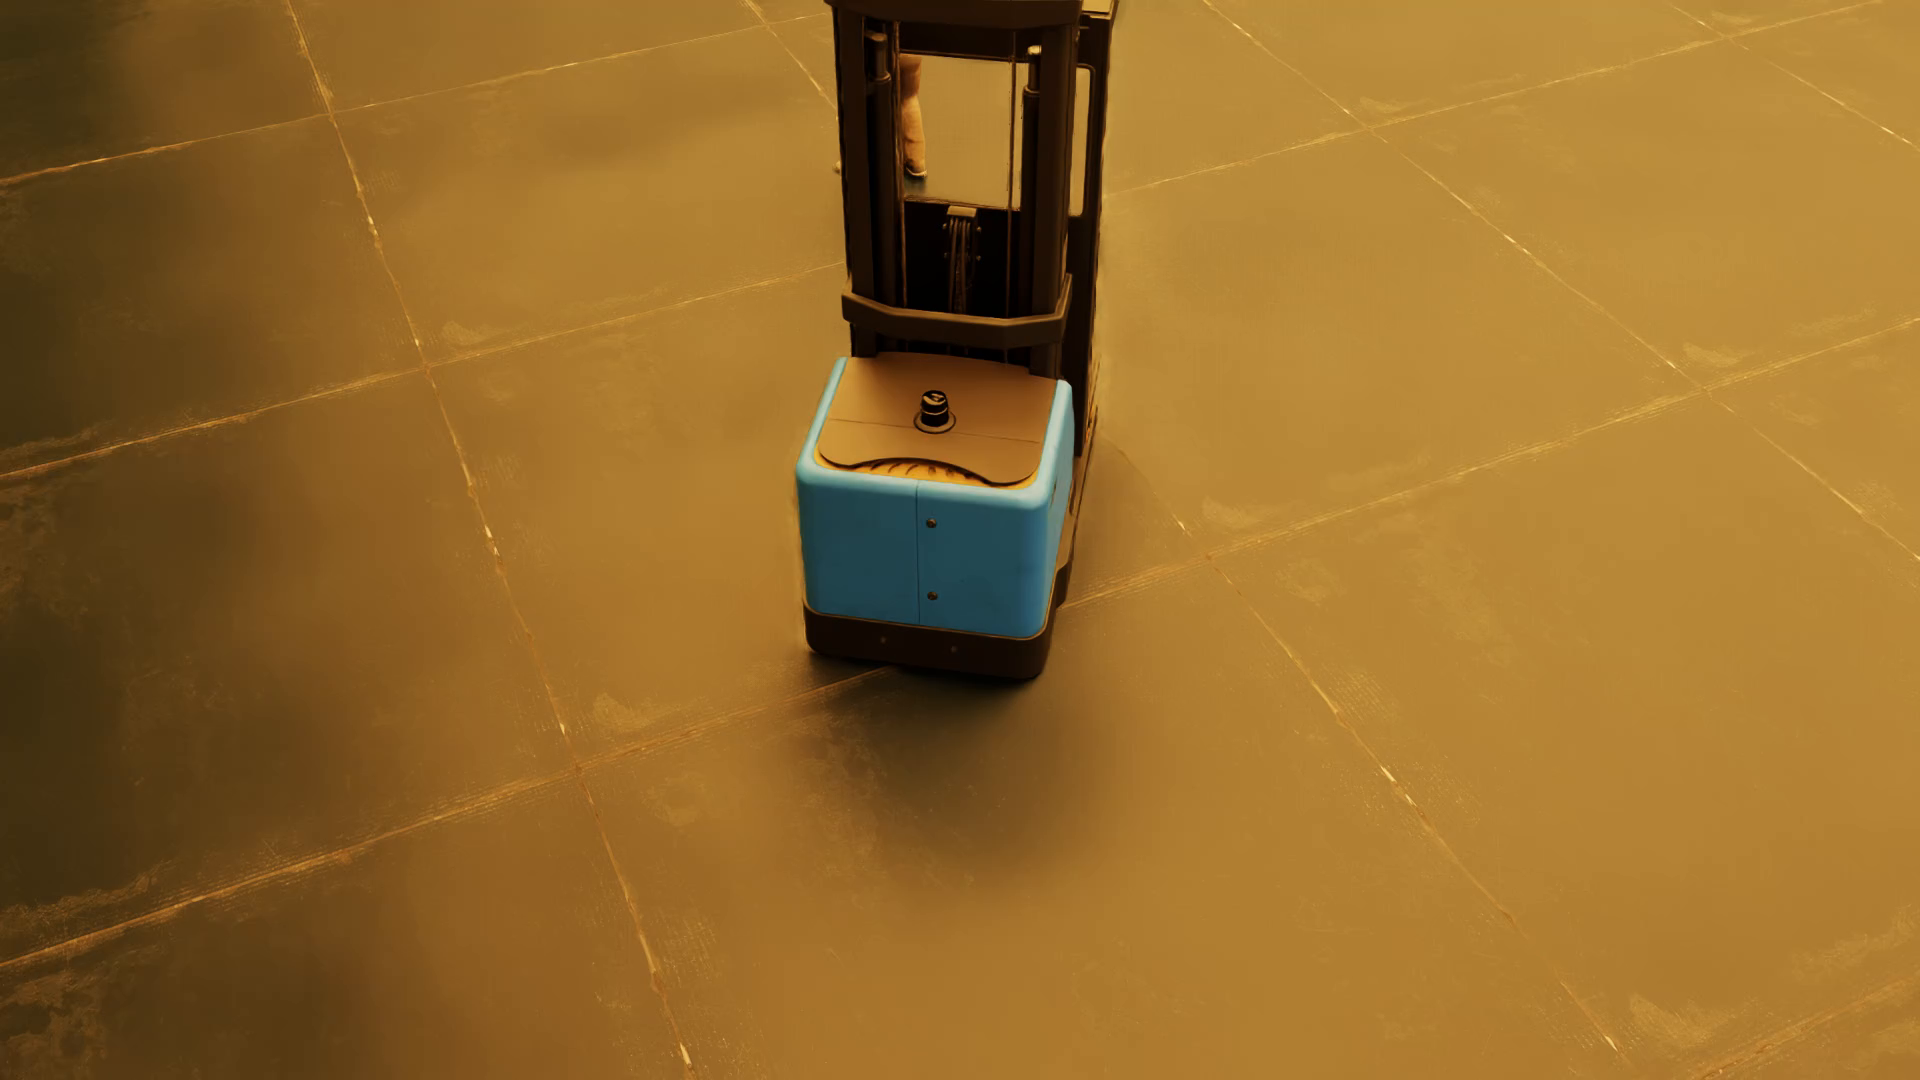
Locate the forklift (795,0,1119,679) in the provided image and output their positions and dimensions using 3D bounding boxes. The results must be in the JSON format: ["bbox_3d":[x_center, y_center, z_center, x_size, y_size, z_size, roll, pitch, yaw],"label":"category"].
[{"bbox_3d":[0.088,-1.495,7.282,1.130,2.935,3.031,7,43,7],"label":"forklift"}]

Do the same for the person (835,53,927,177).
[{"bbox_3d":[-0.458,-2.893,9.694,0.619,1.759,0.490,-21,47,-21],"label":"person"}]
